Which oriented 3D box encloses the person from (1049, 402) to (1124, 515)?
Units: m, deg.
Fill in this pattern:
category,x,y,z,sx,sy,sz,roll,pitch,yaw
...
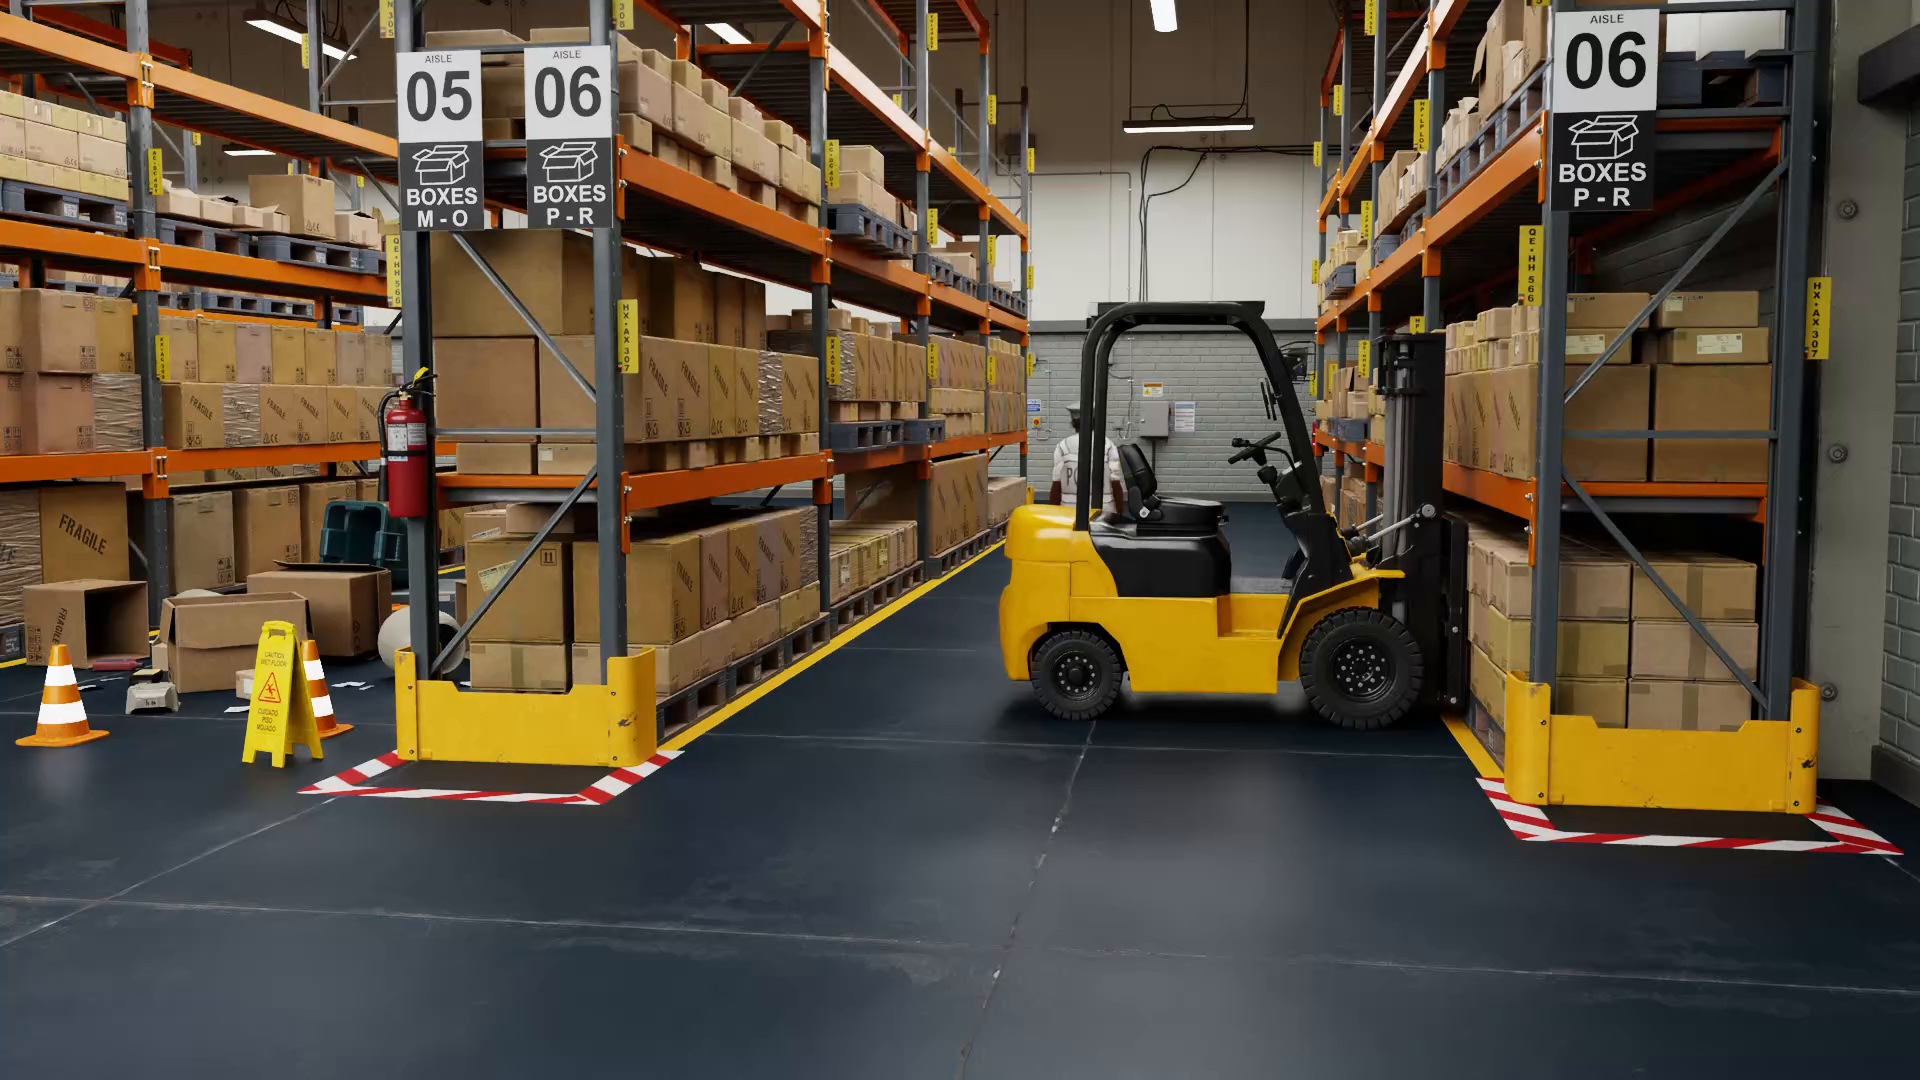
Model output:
category,x,y,z,sx,sy,sz,roll,pitch,yaw
person,0.853,-0.092,11.070,0.513,1.656,0.426,1,5,6
